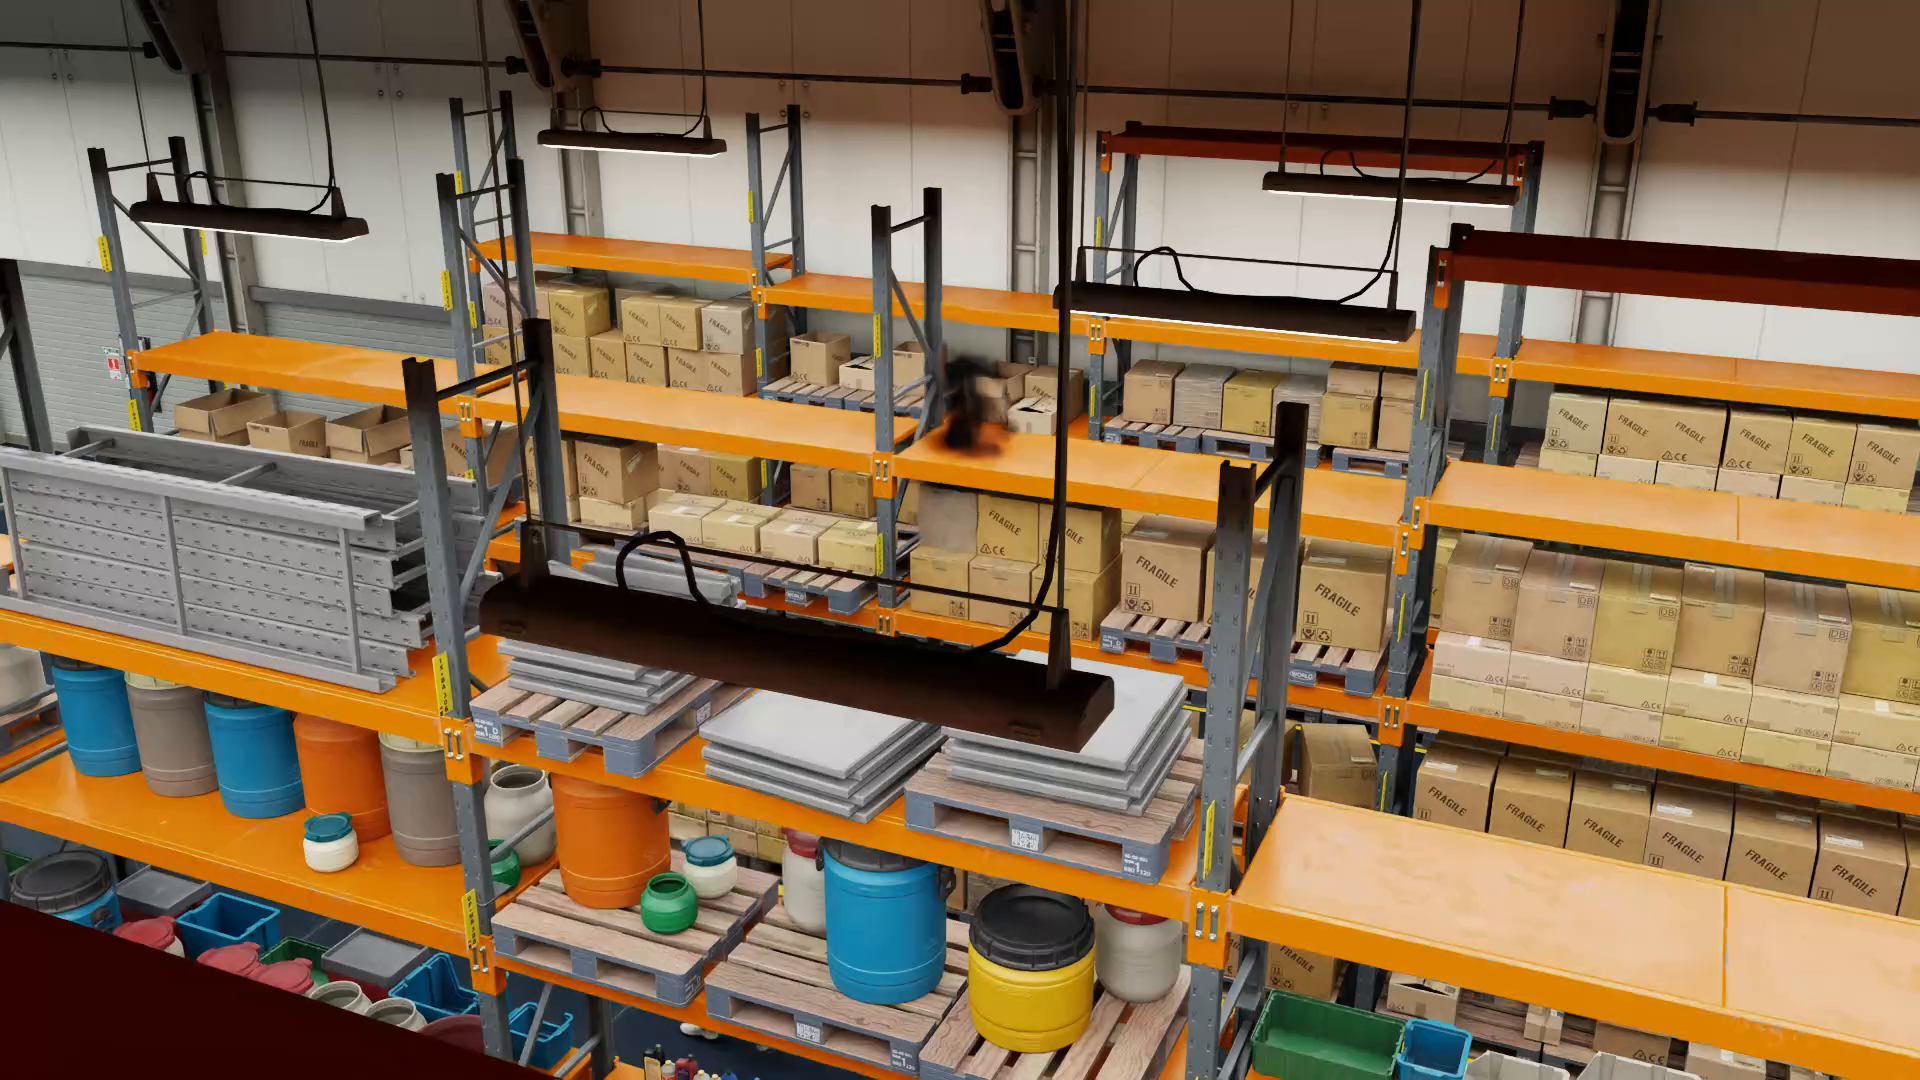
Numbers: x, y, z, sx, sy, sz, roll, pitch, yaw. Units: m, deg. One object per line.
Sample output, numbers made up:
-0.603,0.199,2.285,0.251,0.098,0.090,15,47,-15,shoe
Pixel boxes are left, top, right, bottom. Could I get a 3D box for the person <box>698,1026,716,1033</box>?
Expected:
-1.667,3.125,12.260,0.743,1.330,0.538,7,22,19,person
